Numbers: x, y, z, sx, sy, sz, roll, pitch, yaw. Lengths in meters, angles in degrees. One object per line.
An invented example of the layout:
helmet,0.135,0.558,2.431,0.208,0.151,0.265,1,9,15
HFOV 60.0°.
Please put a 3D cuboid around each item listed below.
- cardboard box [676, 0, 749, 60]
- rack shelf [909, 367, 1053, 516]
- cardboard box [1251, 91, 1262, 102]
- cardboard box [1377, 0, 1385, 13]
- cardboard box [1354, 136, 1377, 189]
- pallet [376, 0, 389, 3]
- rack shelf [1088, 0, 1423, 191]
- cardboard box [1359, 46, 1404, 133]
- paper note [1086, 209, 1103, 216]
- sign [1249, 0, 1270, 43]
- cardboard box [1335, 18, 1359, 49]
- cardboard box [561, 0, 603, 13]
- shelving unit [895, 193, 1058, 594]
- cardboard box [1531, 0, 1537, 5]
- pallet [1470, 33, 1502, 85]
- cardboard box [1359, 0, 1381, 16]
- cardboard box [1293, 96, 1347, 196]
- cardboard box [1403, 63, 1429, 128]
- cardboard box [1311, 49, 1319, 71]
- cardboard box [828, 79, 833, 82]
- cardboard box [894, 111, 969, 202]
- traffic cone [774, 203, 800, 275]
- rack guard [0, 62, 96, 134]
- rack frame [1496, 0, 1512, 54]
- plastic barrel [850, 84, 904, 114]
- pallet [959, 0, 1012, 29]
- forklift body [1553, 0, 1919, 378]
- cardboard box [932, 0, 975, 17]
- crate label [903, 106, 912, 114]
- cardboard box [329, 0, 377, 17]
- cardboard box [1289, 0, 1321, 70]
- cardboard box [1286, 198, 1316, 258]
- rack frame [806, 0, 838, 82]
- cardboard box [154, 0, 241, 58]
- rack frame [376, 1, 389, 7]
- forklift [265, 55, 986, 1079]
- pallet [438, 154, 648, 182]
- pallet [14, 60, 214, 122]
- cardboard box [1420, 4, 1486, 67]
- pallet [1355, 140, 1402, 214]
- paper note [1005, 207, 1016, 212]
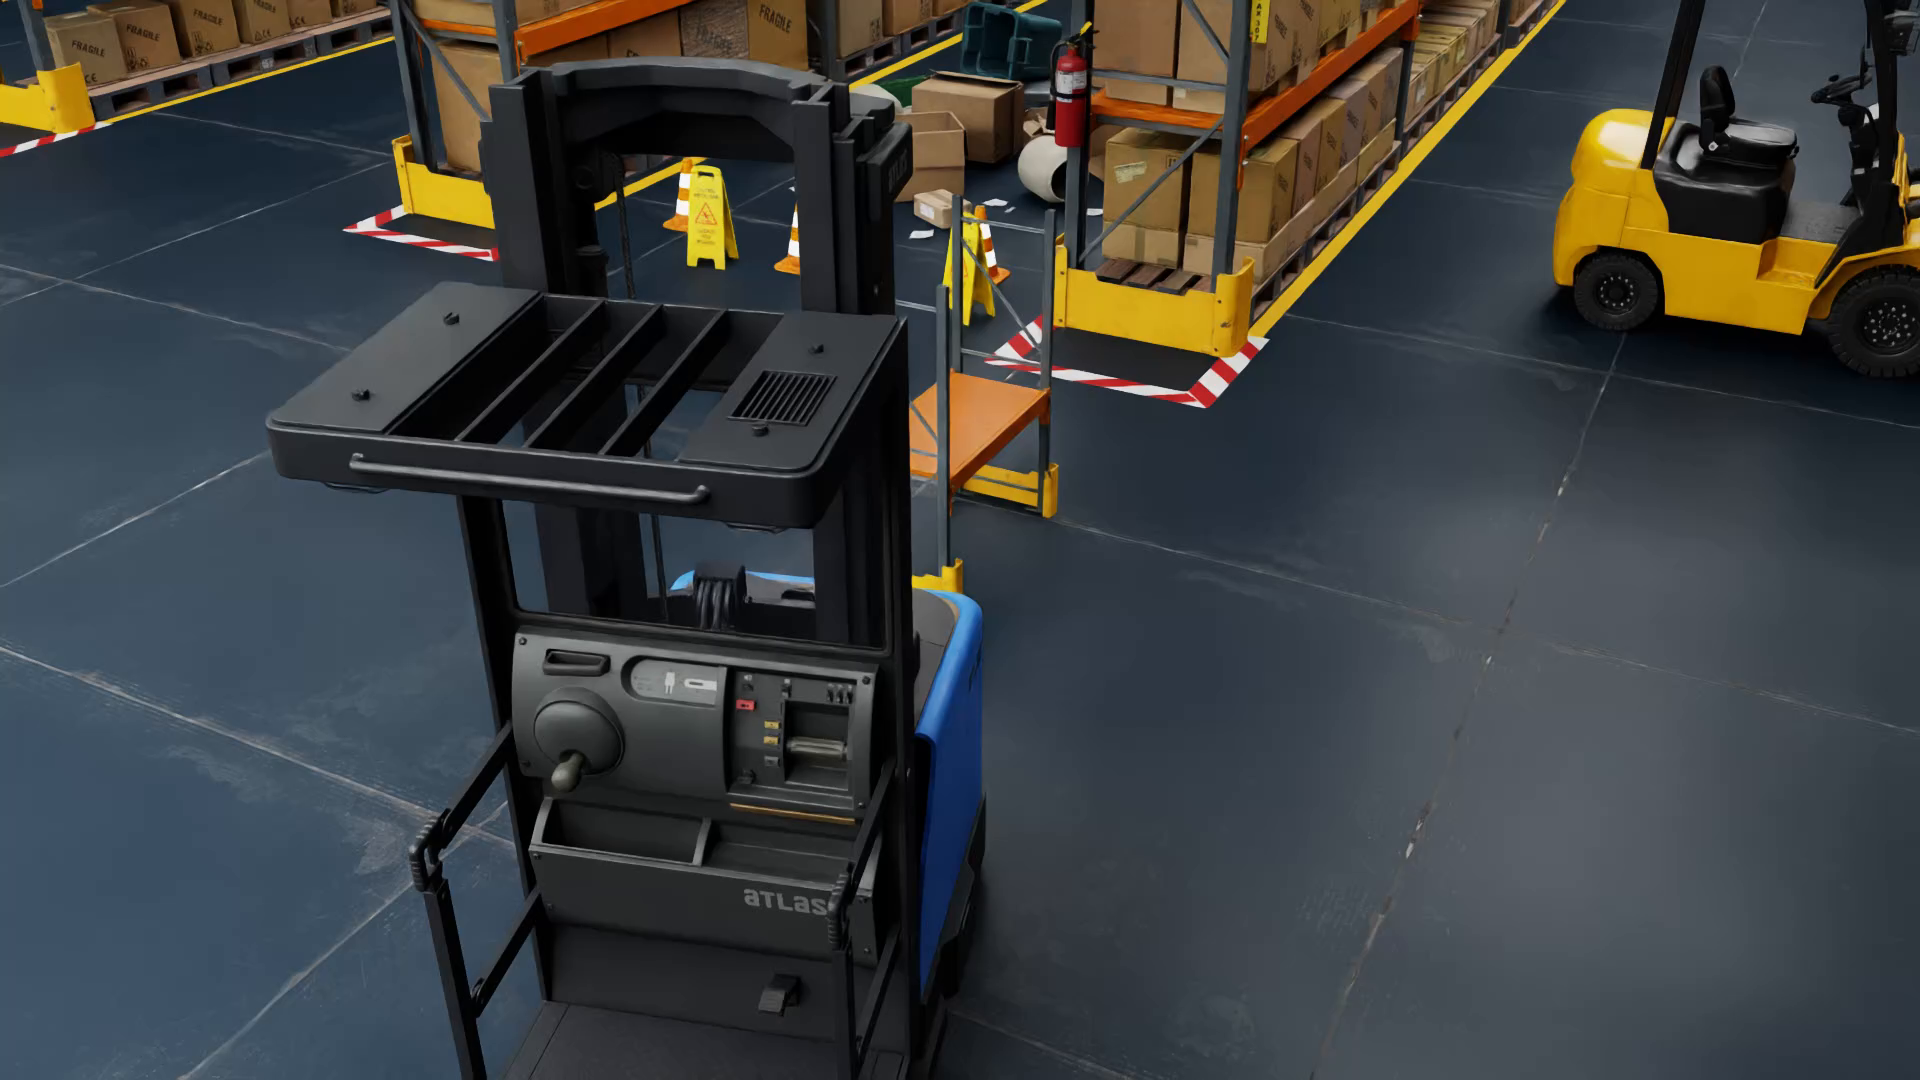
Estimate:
cardboard box,-2.305,-3.962,13.349,0.875,0.875,0.875,15,33,24
rack shelf,-0.039,-0.457,7.400,0.538,0.185,1.000,14,33,23
cardboard box,1.523,-2.623,9.558,0.380,0.149,0.250,15,33,24
cardboard box,2.733,-3.756,11.531,0.380,0.149,0.250,14,33,24
cardboard box,2.640,-2.715,11.805,0.500,0.250,0.500,13,32,22
pallet,-5.565,-5.671,17.413,1.003,0.211,1.213,14,33,23
rack shelf,1.993,-3.088,10.838,1.077,0.370,4.000,14,33,23
cardboard box,2.873,-3.278,12.033,0.500,0.500,0.500,14,33,23
paper note,0.942,-2.330,11.777,0.142,0.019,0.148,4,30,6
sign,1.565,-2.766,8.685,0.100,0.325,0.005,14,33,23
cardboard box,2.341,-3.286,10.712,0.380,0.149,0.250,15,33,24
cardboard box,-3.011,-4.080,11.692,0.875,0.550,0.550,14,33,23
shelving unit,-0.035,-0.617,7.318,0.587,1.500,1.083,14,33,23
cardboard box,5.525,-6.002,16.902,0.875,0.875,0.875,15,33,24
pallet,4.369,-4.505,15.382,1.003,0.211,1.213,14,33,23
cardboard box,2.462,-3.745,10.860,0.500,0.500,0.500,15,33,25
cardboard box,2.176,-2.587,10.829,0.500,0.500,0.500,15,33,24
cardboard box,3.140,-3.562,13.158,0.950,0.372,0.625,15,33,24
cardboard box,1.961,-2.947,10.122,0.380,0.149,0.250,15,33,25
cardboard box,-1.342,-3.361,13.098,0.500,0.500,0.500,21,36,32
cardboard box,-0.372,-2.784,12.092,0.797,0.503,0.637,-7,31,-11
traffic cone,-1.014,-1.998,10.764,0.336,0.463,0.334,14,33,23
rack guard,-7.706,-3.711,13.711,1.175,0.500,0.348,14,33,23
rack frame,4.726,-6.060,15.290,1.000,3.000,0.127,14,33,23
plastic barrel,-0.700,-3.397,13.240,0.421,0.421,0.512,-12,32,-20
pallet,-0.153,-5.596,17.284,1.003,0.211,1.213,14,33,23
forklift body,4.742,-2.275,9.553,2.313,2.155,1.214,14,33,23
cardboard box,-0.479,-5.707,16.513,1.050,0.750,0.750,15,33,24
crate label,-0.427,-3.463,13.644,0.298,0.136,0.250,-7,31,-11
cardboard box,-6.136,-5.465,16.342,0.500,0.500,0.500,13,32,22
cardboard box,1.777,-3.063,9.673,0.500,0.500,0.500,15,33,25
cardboard box,1.934,-2.023,10.599,0.500,0.250,0.500,16,33,25
rack frame,-1.549,-5.365,14.080,1.000,3.000,0.127,14,33,23
cardboard box,-6.897,-4.679,14.974,0.500,0.500,0.500,18,34,28
rack frame,-5.918,-6.535,16.117,1.000,3.000,0.127,14,33,23
forklift,-0.703,0.503,3.931,1.130,2.935,3.031,6,30,10
pallet,-3.076,-2.754,12.335,1.003,0.211,1.213,14,33,23
pallet,-7.304,-3.938,14.396,1.003,0.211,1.213,14,33,23
cardboard box,4.131,-4.525,14.835,0.950,0.372,0.625,14,33,22
pallet,2.629,-2.772,12.365,1.003,0.211,1.213,14,33,23
paper note,0.360,-2.352,11.835,0.032,0.001,0.123,14,33,23
